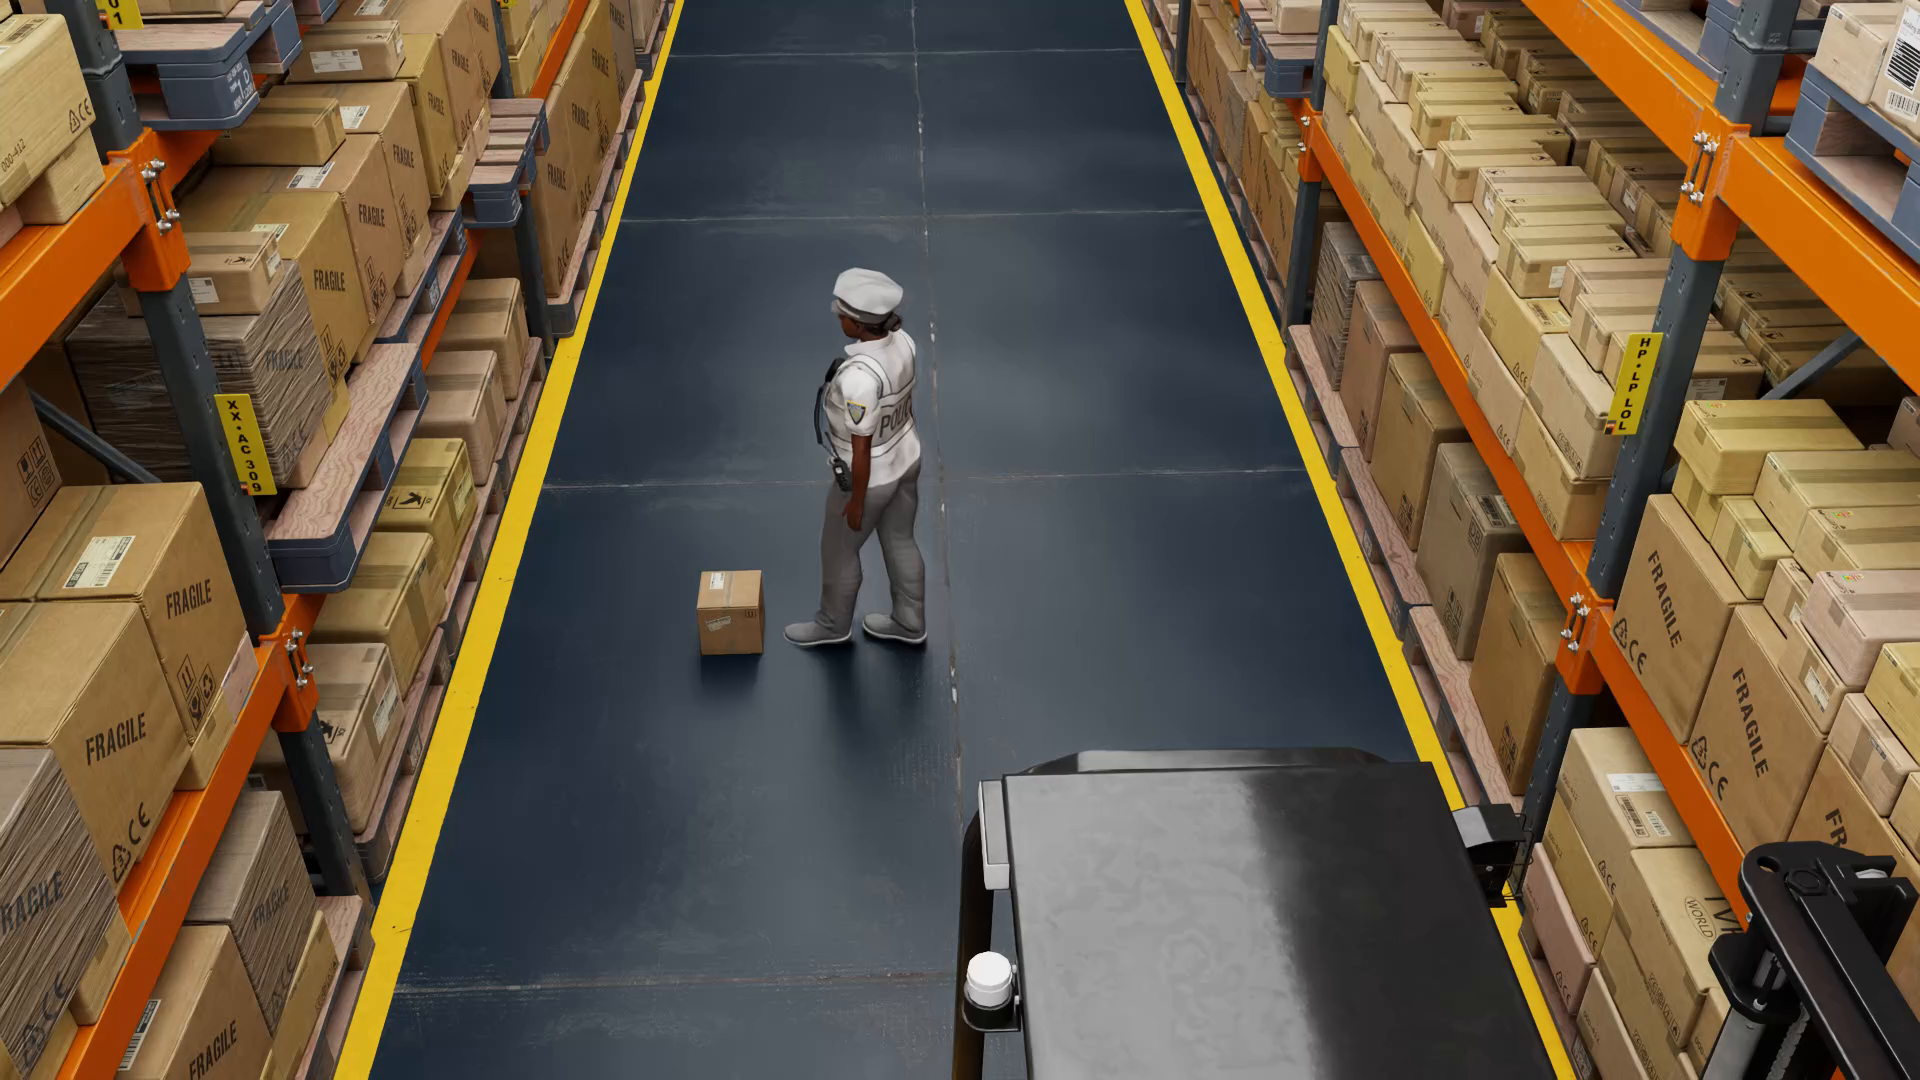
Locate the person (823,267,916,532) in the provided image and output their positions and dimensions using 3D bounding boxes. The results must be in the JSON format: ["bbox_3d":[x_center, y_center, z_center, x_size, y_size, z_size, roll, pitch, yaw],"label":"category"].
[{"bbox_3d":[-0.338,-0.544,6.310,0.316,1.015,0.452,18,39,23],"label":"person"}]
